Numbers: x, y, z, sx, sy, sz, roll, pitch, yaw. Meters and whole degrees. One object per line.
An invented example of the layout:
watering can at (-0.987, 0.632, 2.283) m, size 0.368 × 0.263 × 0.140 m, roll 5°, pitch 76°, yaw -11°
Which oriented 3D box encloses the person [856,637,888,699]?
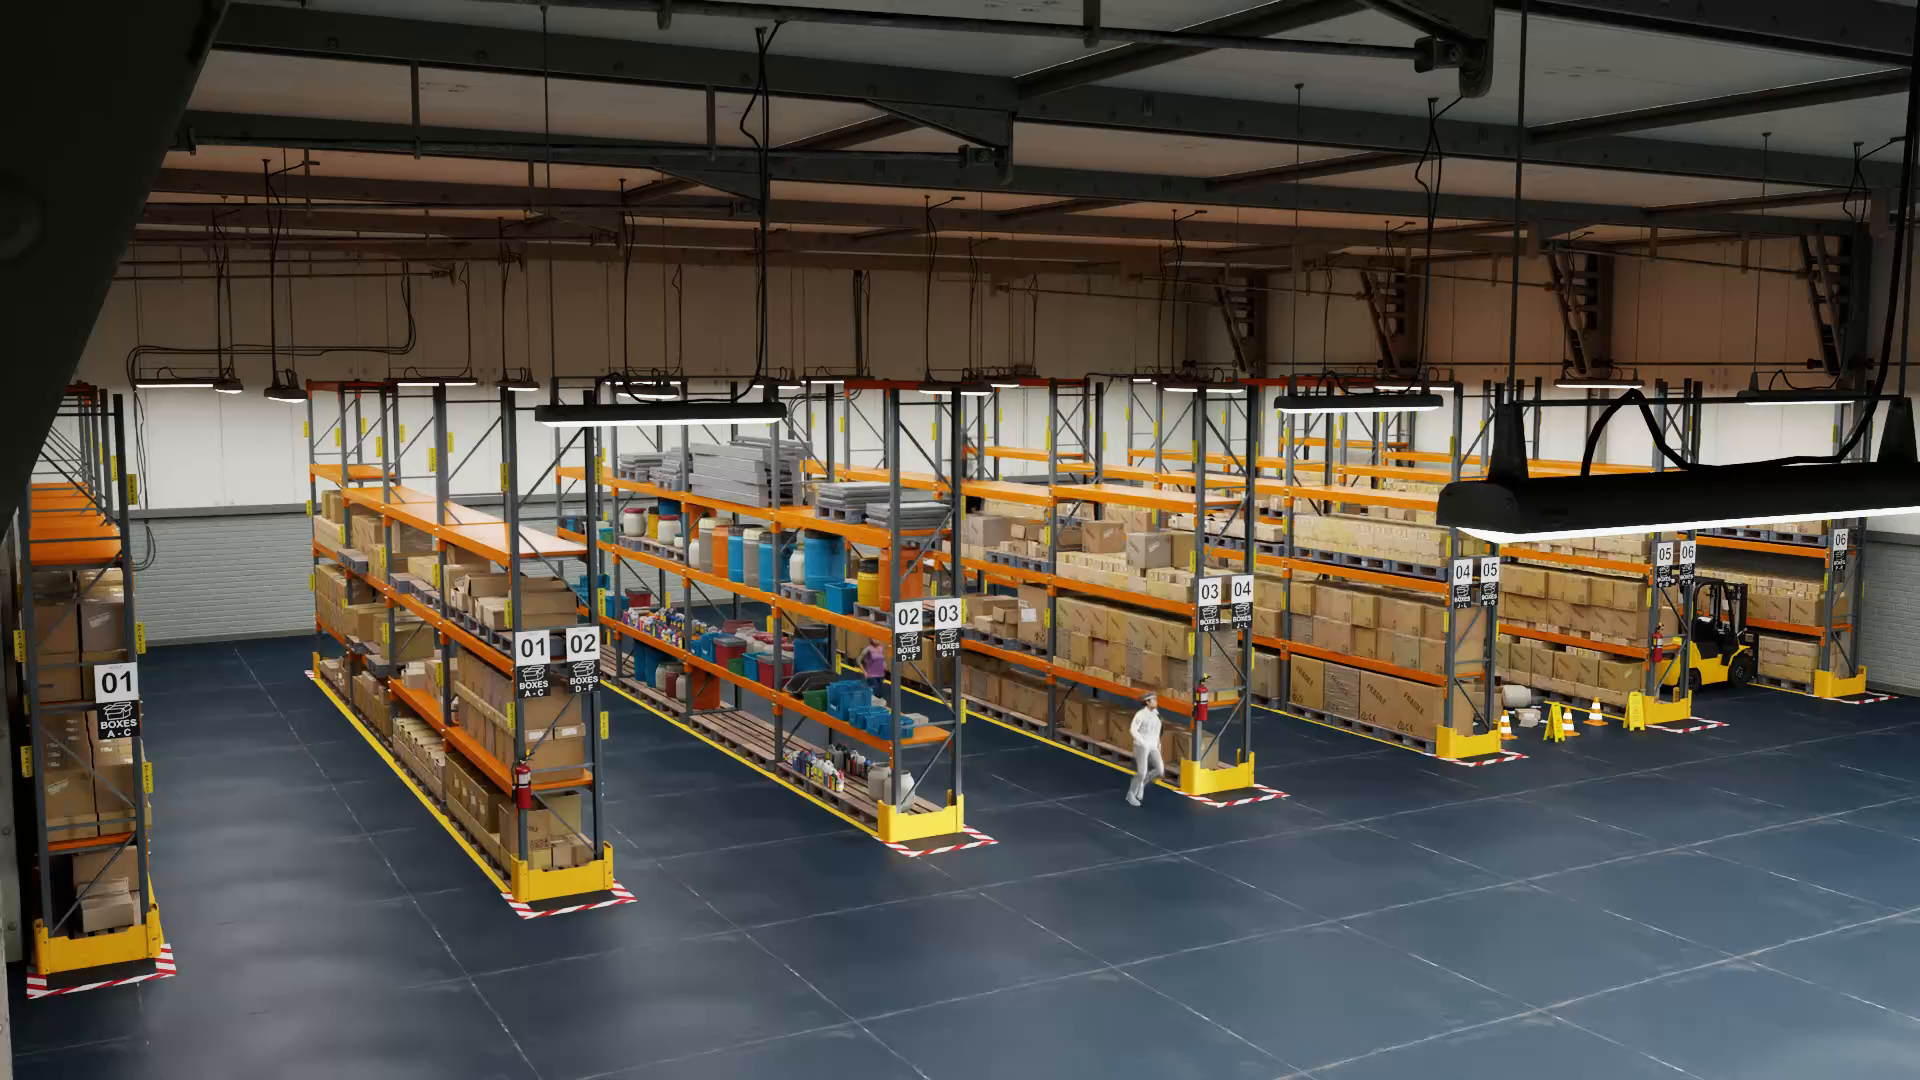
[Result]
person at (-1.487, 2.431, 29.426) m, size 0.526 × 1.562 × 0.531 m, roll -6°, pitch 8°, yaw -44°

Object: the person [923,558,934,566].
person at (-0.804, 1.073, 41.271) m, size 0.956 × 1.804 × 0.723 m, roll -4°, pitch 7°, yaw -35°

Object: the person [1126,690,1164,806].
person at (2.730, 2.982, 23.946) m, size 0.676 × 1.644 × 0.507 m, roll -5°, pitch 8°, yaw -41°
